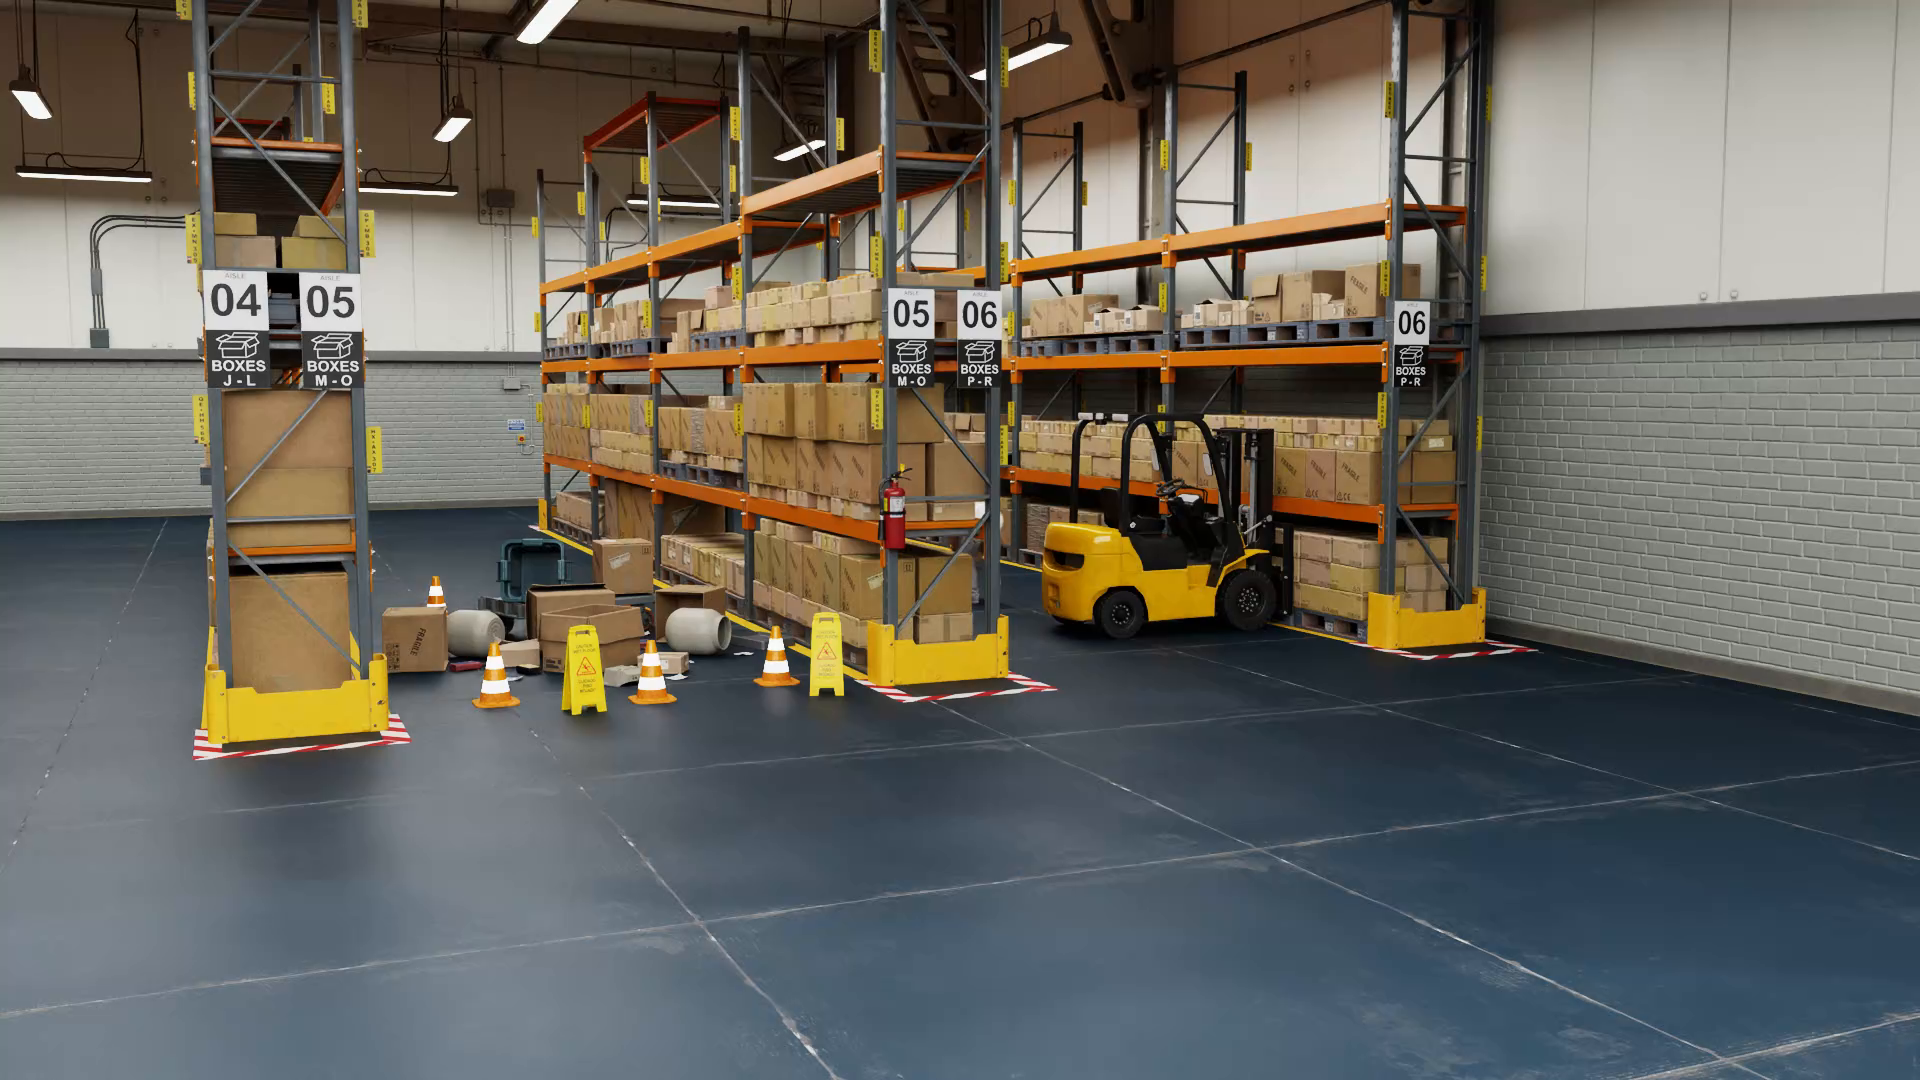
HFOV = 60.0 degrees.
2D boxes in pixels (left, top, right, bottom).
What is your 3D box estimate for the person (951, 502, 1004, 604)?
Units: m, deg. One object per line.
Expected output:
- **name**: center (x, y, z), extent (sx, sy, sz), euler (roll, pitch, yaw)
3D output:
- **person**: center (0.138, 0.047, 18.788), extent (0.490, 1.280, 0.954), euler (-3, 6, -25)
